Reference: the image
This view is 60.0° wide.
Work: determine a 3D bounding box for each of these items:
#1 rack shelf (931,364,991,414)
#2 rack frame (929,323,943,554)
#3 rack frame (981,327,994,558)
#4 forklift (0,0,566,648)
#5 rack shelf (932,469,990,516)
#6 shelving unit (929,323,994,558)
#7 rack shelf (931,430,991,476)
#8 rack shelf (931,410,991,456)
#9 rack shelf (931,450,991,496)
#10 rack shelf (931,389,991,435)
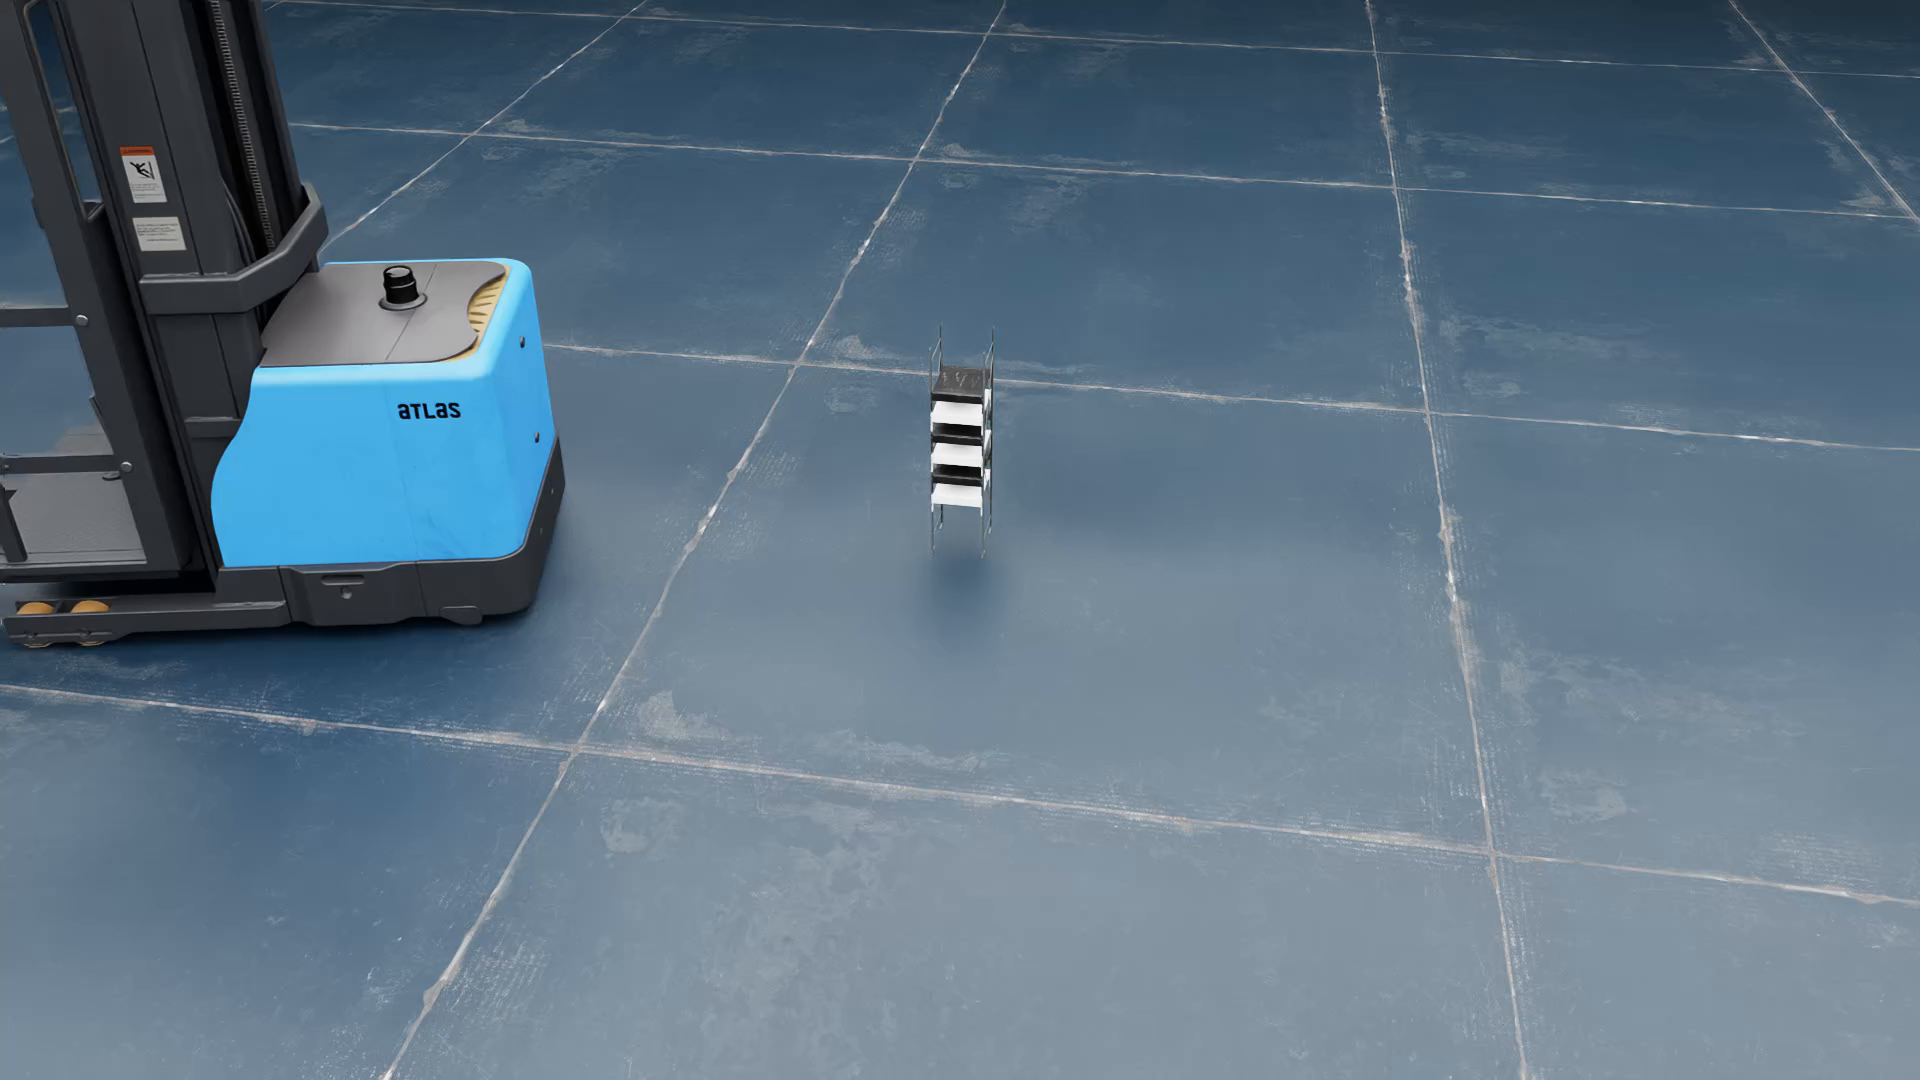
[{"bbox_3d":[0.008,-0.581,6.384,0.200,0.077,0.258,5,32,8],"label":"rack shelf"},{"bbox_3d":[-0.092,-0.390,6.525,0.006,0.900,0.240,5,32,8],"label":"rack frame"},{"bbox_3d":[0.108,-0.372,6.496,0.006,0.900,0.240,5,32,8],"label":"rack frame"},{"bbox_3d":[-3.141,-1.136,5.802,3.031,2.935,1.130,-2,32,-3],"label":"forklift"},{"bbox_3d":[0.008,-0.200,6.623,0.200,0.077,0.258,5,32,8],"label":"rack shelf"},{"bbox_3d":[0.008,-0.381,6.510,0.210,0.900,0.258,5,32,8],"label":"shelving unit"},{"bbox_3d":[0.008,-0.352,6.528,0.200,0.077,0.258,5,32,8],"label":"rack shelf"},{"bbox_3d":[0.008,-0.429,6.480,0.200,0.077,0.258,5,32,8],"label":"rack shelf"},{"bbox_3d":[0.008,-0.276,6.576,0.200,0.077,0.258,5,32,8],"label":"rack shelf"},{"bbox_3d":[0.008,-0.505,6.432,0.200,0.077,0.258,5,32,8],"label":"rack shelf"}]
